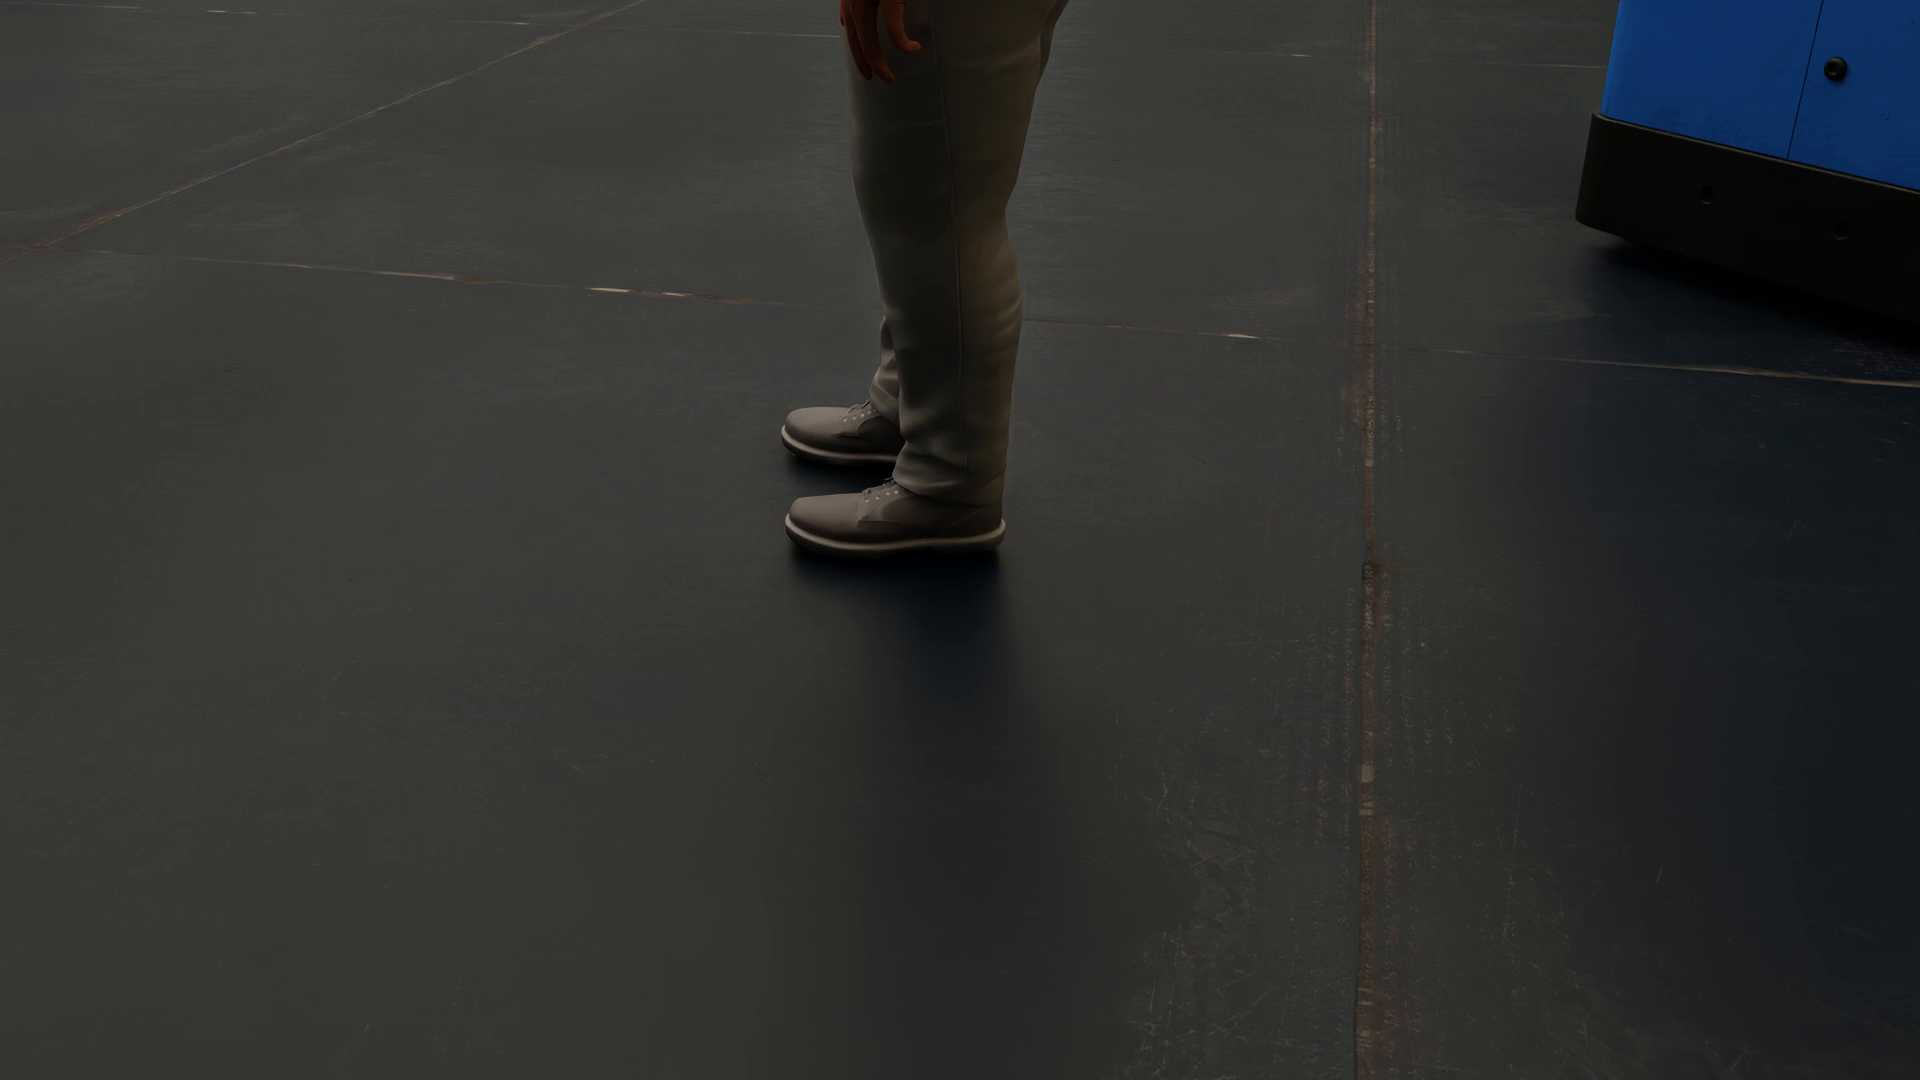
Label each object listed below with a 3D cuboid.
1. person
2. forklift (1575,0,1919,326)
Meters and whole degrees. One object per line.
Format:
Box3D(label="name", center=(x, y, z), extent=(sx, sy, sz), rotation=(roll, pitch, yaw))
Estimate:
Box3D(label="person", center=(-0.074, -0.816, 2.120), extent=(0.574, 1.781, 0.641), rotation=(6, 27, 11))
Box3D(label="forklift", center=(2.928, -2.134, 3.476), extent=(3.031, 2.935, 1.130), rotation=(-15, 31, -28))
